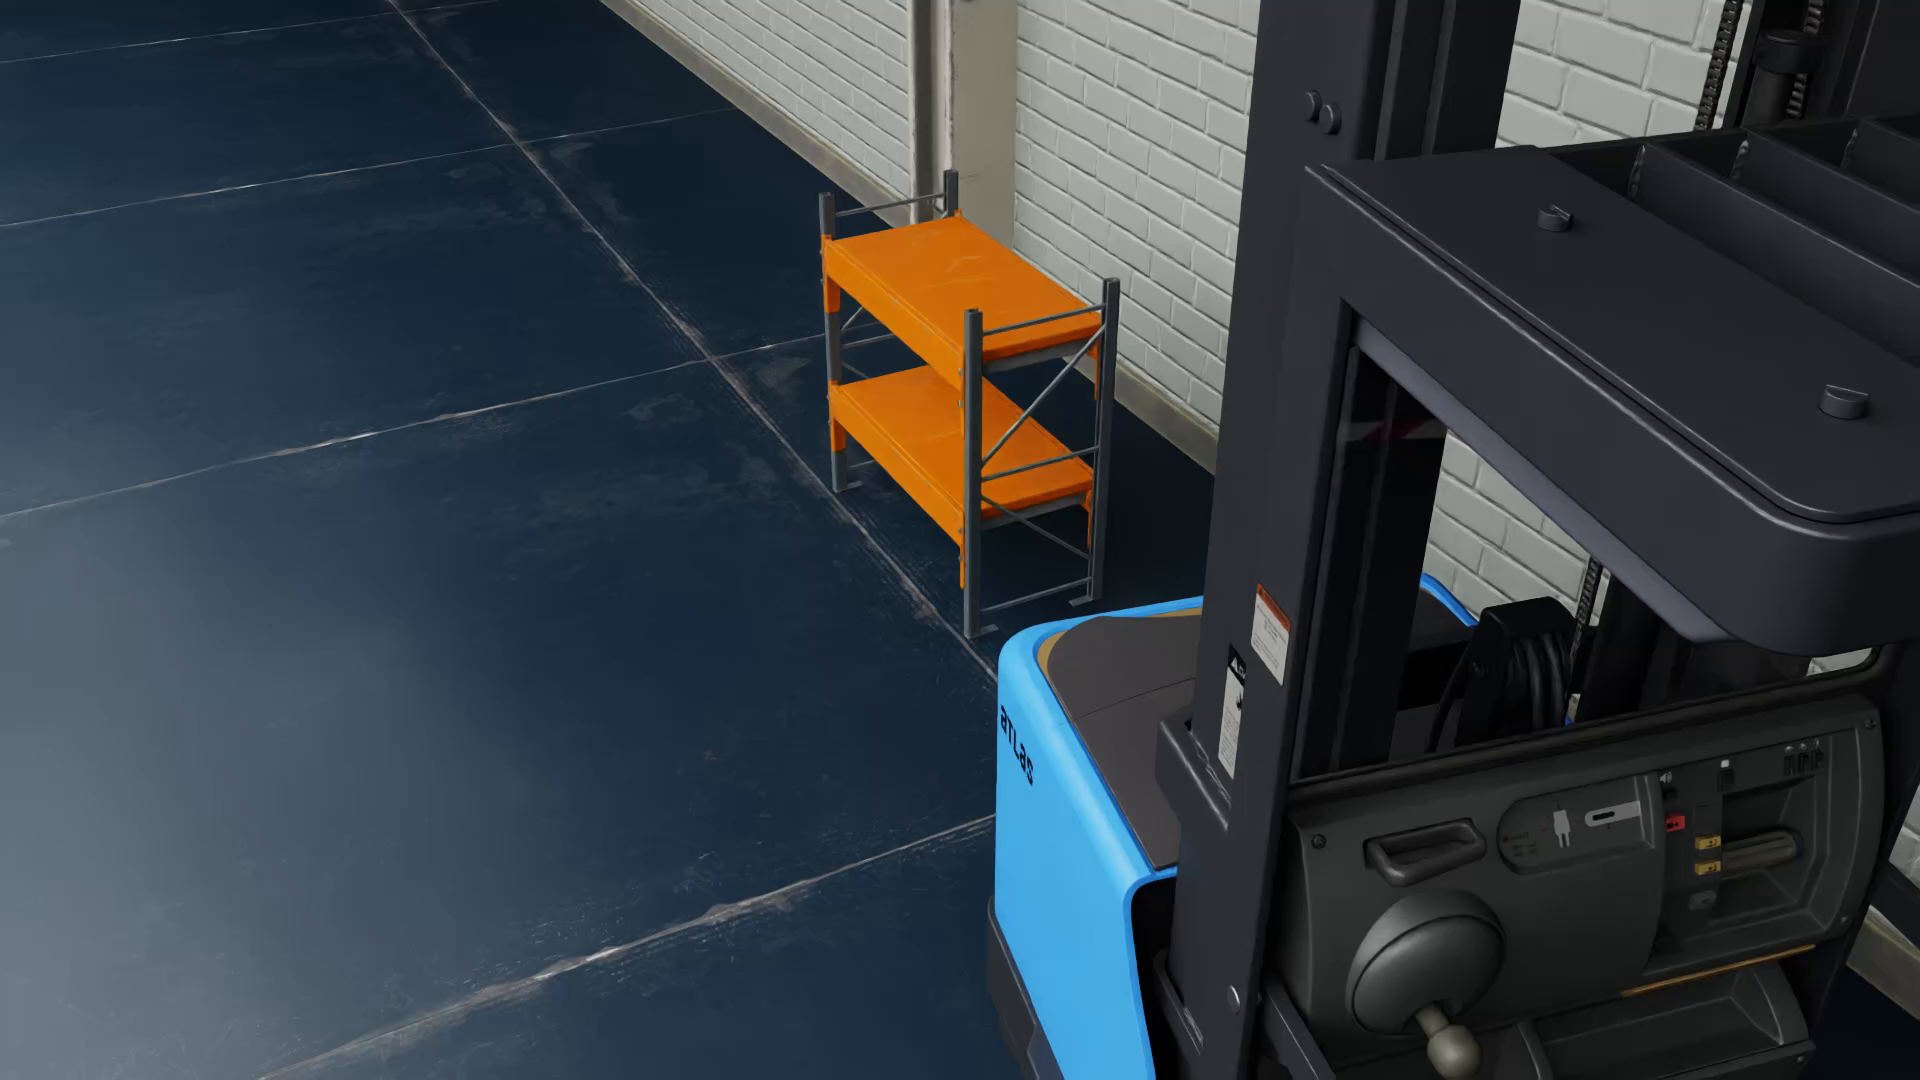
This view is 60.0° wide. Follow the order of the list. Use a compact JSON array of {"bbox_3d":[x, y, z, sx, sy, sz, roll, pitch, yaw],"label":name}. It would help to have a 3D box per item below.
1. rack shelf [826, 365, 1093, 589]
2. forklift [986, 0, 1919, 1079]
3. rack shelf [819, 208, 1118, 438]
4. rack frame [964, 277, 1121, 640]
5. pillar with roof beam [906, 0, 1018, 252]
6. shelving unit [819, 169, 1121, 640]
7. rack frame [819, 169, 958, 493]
[{"bbox_3d":[0.003,-0.265,5.573,0.538,0.278,1.000,-16,36,-23],"label":"rack shelf"},{"bbox_3d":[0.968,0.545,2.183,1.130,2.935,3.031,-9,34,-14],"label":"forklift"},{"bbox_3d":[0.003,-0.717,5.284,0.538,0.278,1.000,-16,36,-23],"label":"rack shelf"},{"bbox_3d":[0.240,-0.228,5.063,0.500,1.125,0.032,-16,36,-23],"label":"rack frame"},{"bbox_3d":[-3.802,-3.757,3.272,9.100,9.000,0.400,-16,36,-23],"label":"pillar with roof beam"},{"bbox_3d":[0.003,-0.470,5.442,0.538,1.125,1.048,-16,36,-23],"label":"shelving unit"},{"bbox_3d":[-0.234,-0.713,5.820,0.500,1.125,0.032,-16,36,-23],"label":"rack frame"}]
